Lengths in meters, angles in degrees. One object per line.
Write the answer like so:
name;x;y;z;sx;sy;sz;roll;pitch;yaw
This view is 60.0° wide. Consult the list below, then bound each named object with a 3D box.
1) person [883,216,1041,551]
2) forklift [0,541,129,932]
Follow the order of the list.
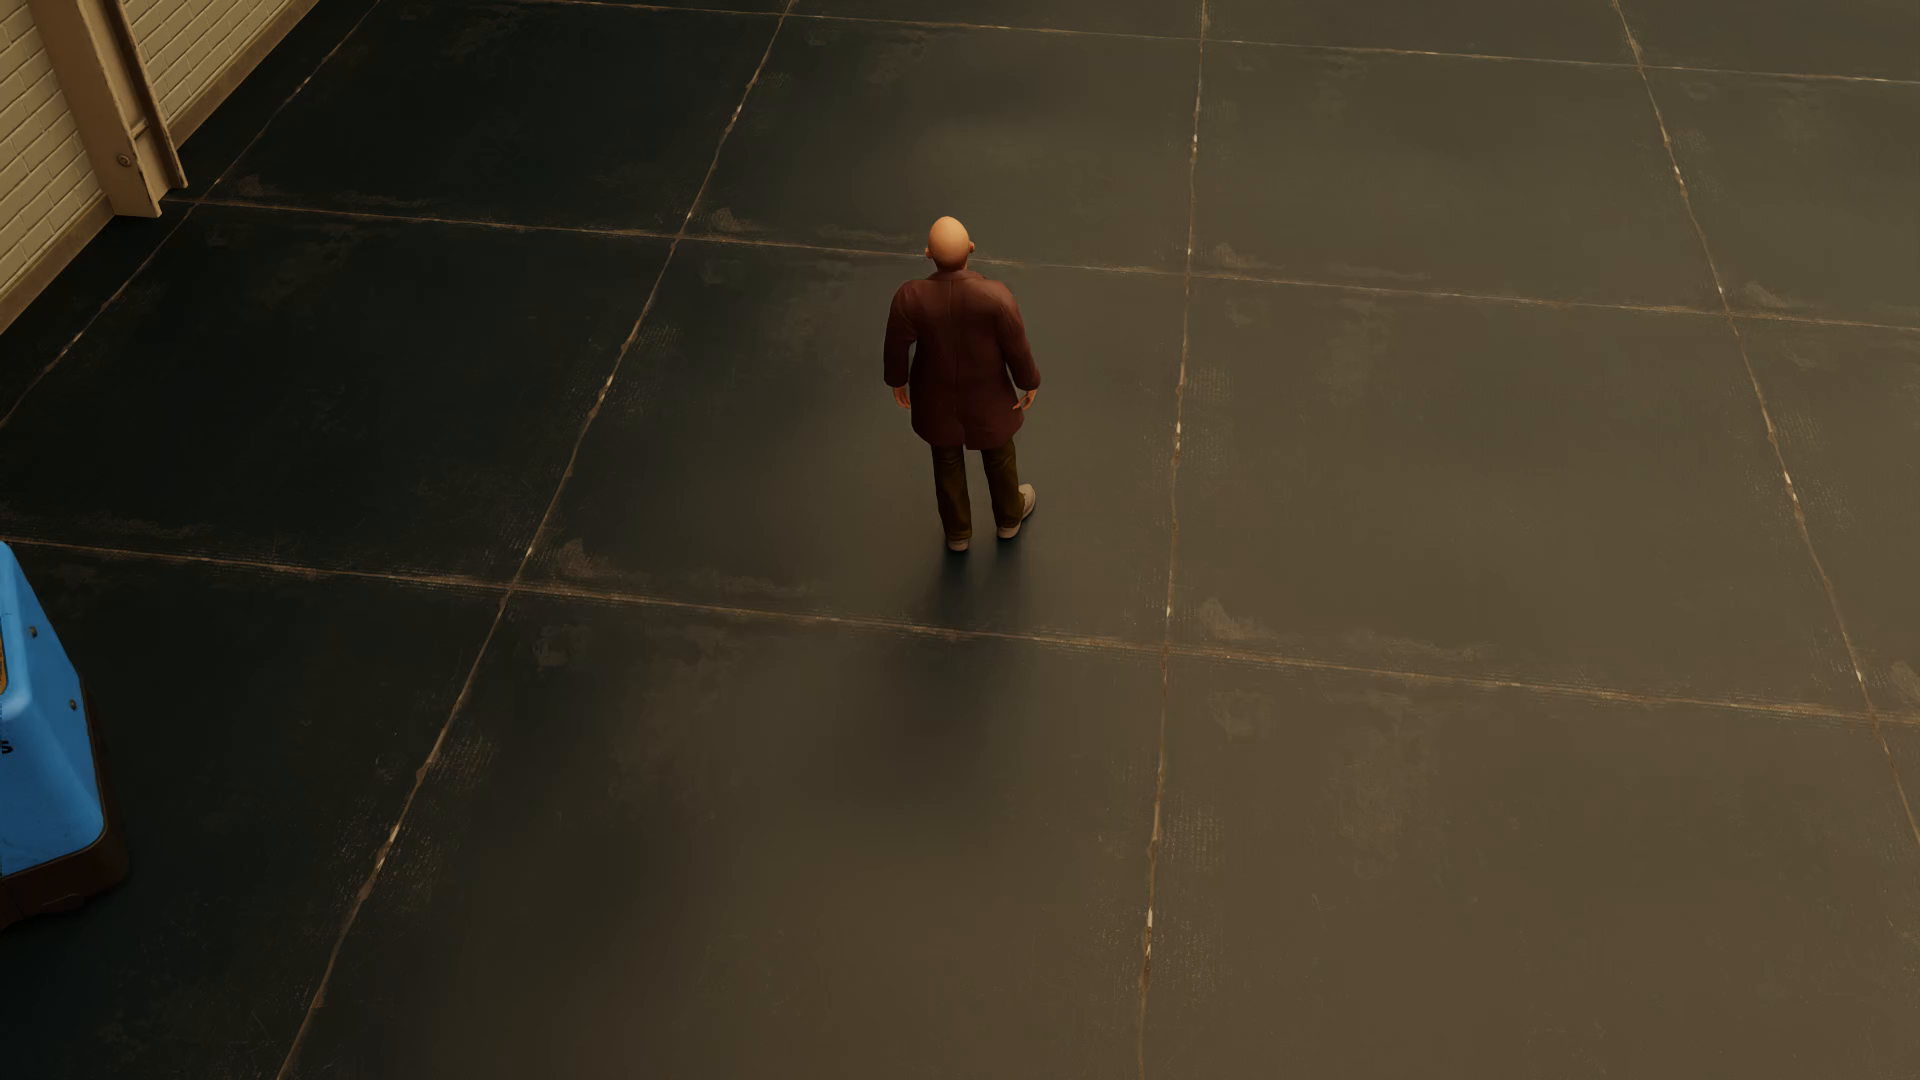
person;0.017;-0.720;7.350;0.696;1.776;0.582;5;43;6
forklift;-4.754;0.433;5.253;3.031;2.935;1.130;-19;46;-20
